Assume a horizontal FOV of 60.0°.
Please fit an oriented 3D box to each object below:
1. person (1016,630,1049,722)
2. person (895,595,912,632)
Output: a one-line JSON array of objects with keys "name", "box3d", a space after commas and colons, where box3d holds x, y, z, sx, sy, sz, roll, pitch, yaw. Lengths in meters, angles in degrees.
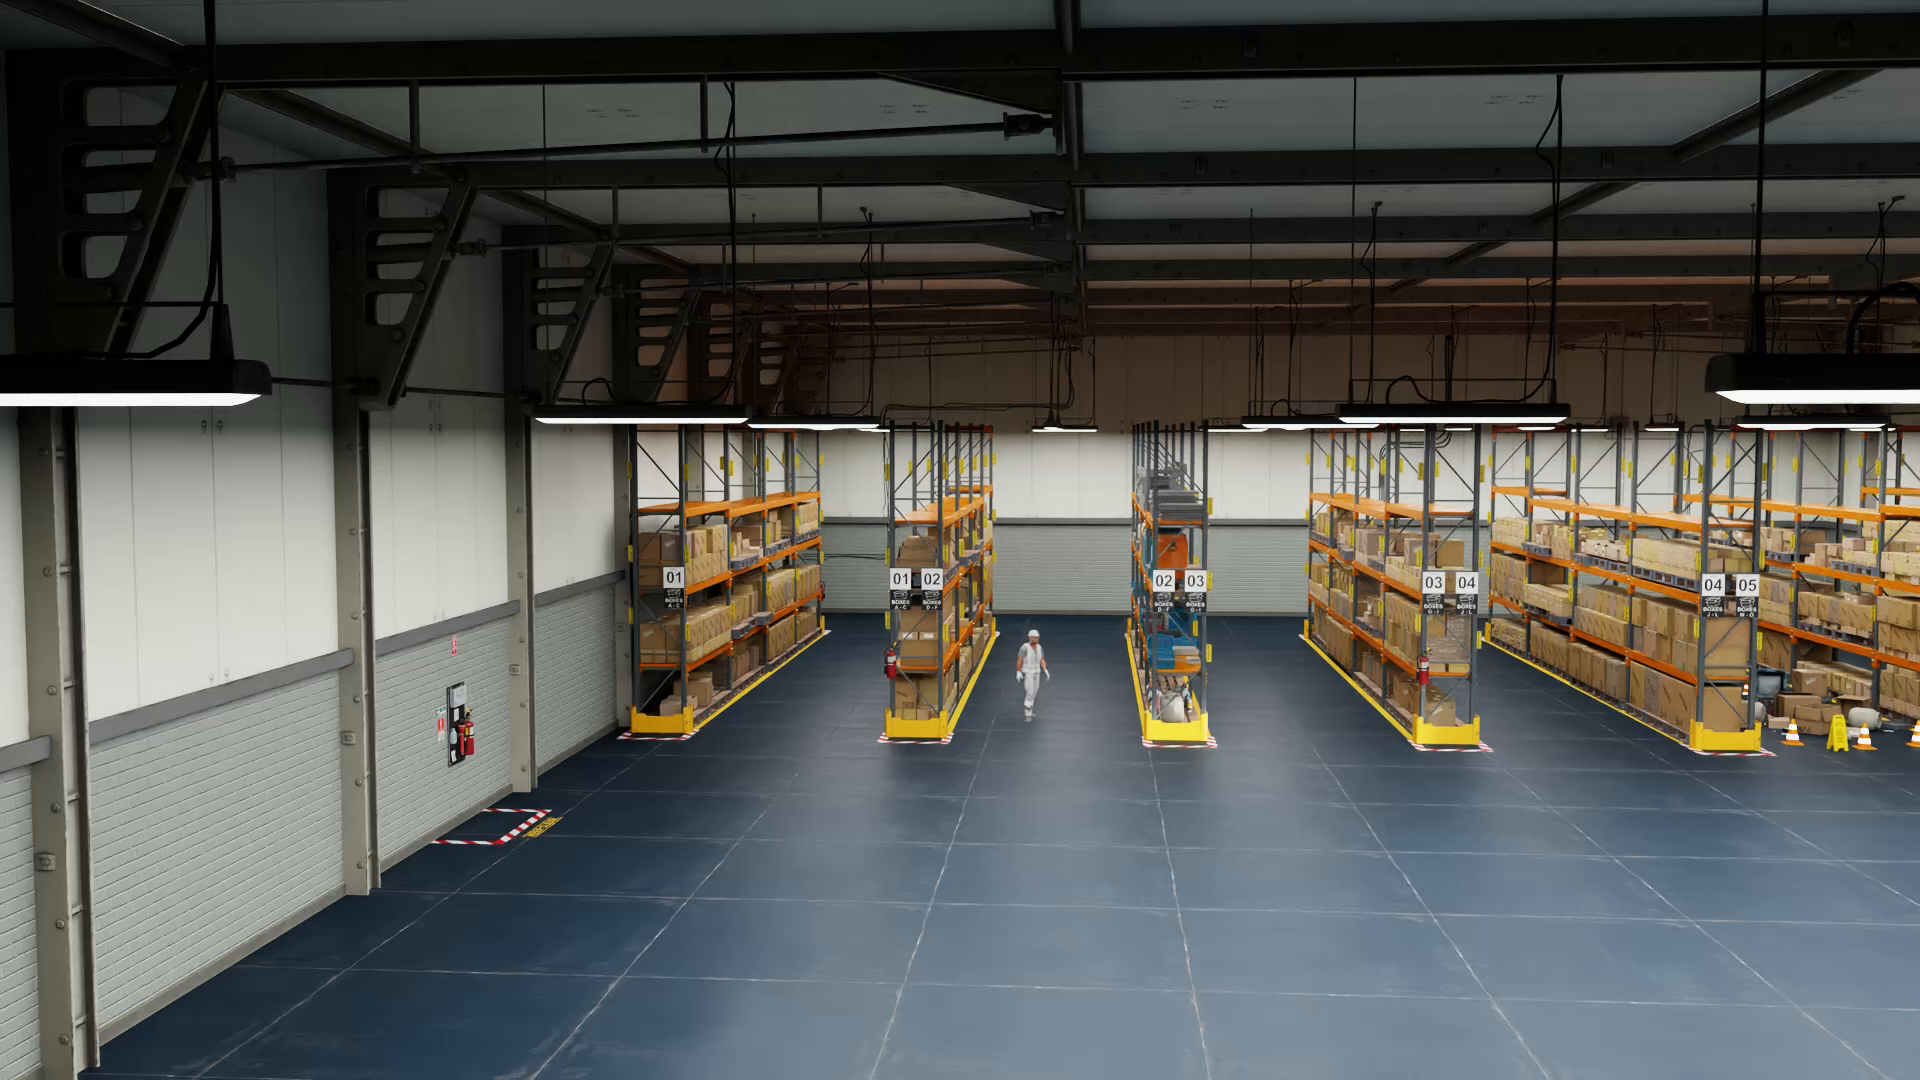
[{"name": "person", "box3d": [1.446, 2.735, 33.425, 0.585, 1.854, 0.585, -3, 5, -39]}, {"name": "person", "box3d": [-1.577, 1.741, 46.410, 0.607, 1.562, 1.007, 1, 4, 13]}]
